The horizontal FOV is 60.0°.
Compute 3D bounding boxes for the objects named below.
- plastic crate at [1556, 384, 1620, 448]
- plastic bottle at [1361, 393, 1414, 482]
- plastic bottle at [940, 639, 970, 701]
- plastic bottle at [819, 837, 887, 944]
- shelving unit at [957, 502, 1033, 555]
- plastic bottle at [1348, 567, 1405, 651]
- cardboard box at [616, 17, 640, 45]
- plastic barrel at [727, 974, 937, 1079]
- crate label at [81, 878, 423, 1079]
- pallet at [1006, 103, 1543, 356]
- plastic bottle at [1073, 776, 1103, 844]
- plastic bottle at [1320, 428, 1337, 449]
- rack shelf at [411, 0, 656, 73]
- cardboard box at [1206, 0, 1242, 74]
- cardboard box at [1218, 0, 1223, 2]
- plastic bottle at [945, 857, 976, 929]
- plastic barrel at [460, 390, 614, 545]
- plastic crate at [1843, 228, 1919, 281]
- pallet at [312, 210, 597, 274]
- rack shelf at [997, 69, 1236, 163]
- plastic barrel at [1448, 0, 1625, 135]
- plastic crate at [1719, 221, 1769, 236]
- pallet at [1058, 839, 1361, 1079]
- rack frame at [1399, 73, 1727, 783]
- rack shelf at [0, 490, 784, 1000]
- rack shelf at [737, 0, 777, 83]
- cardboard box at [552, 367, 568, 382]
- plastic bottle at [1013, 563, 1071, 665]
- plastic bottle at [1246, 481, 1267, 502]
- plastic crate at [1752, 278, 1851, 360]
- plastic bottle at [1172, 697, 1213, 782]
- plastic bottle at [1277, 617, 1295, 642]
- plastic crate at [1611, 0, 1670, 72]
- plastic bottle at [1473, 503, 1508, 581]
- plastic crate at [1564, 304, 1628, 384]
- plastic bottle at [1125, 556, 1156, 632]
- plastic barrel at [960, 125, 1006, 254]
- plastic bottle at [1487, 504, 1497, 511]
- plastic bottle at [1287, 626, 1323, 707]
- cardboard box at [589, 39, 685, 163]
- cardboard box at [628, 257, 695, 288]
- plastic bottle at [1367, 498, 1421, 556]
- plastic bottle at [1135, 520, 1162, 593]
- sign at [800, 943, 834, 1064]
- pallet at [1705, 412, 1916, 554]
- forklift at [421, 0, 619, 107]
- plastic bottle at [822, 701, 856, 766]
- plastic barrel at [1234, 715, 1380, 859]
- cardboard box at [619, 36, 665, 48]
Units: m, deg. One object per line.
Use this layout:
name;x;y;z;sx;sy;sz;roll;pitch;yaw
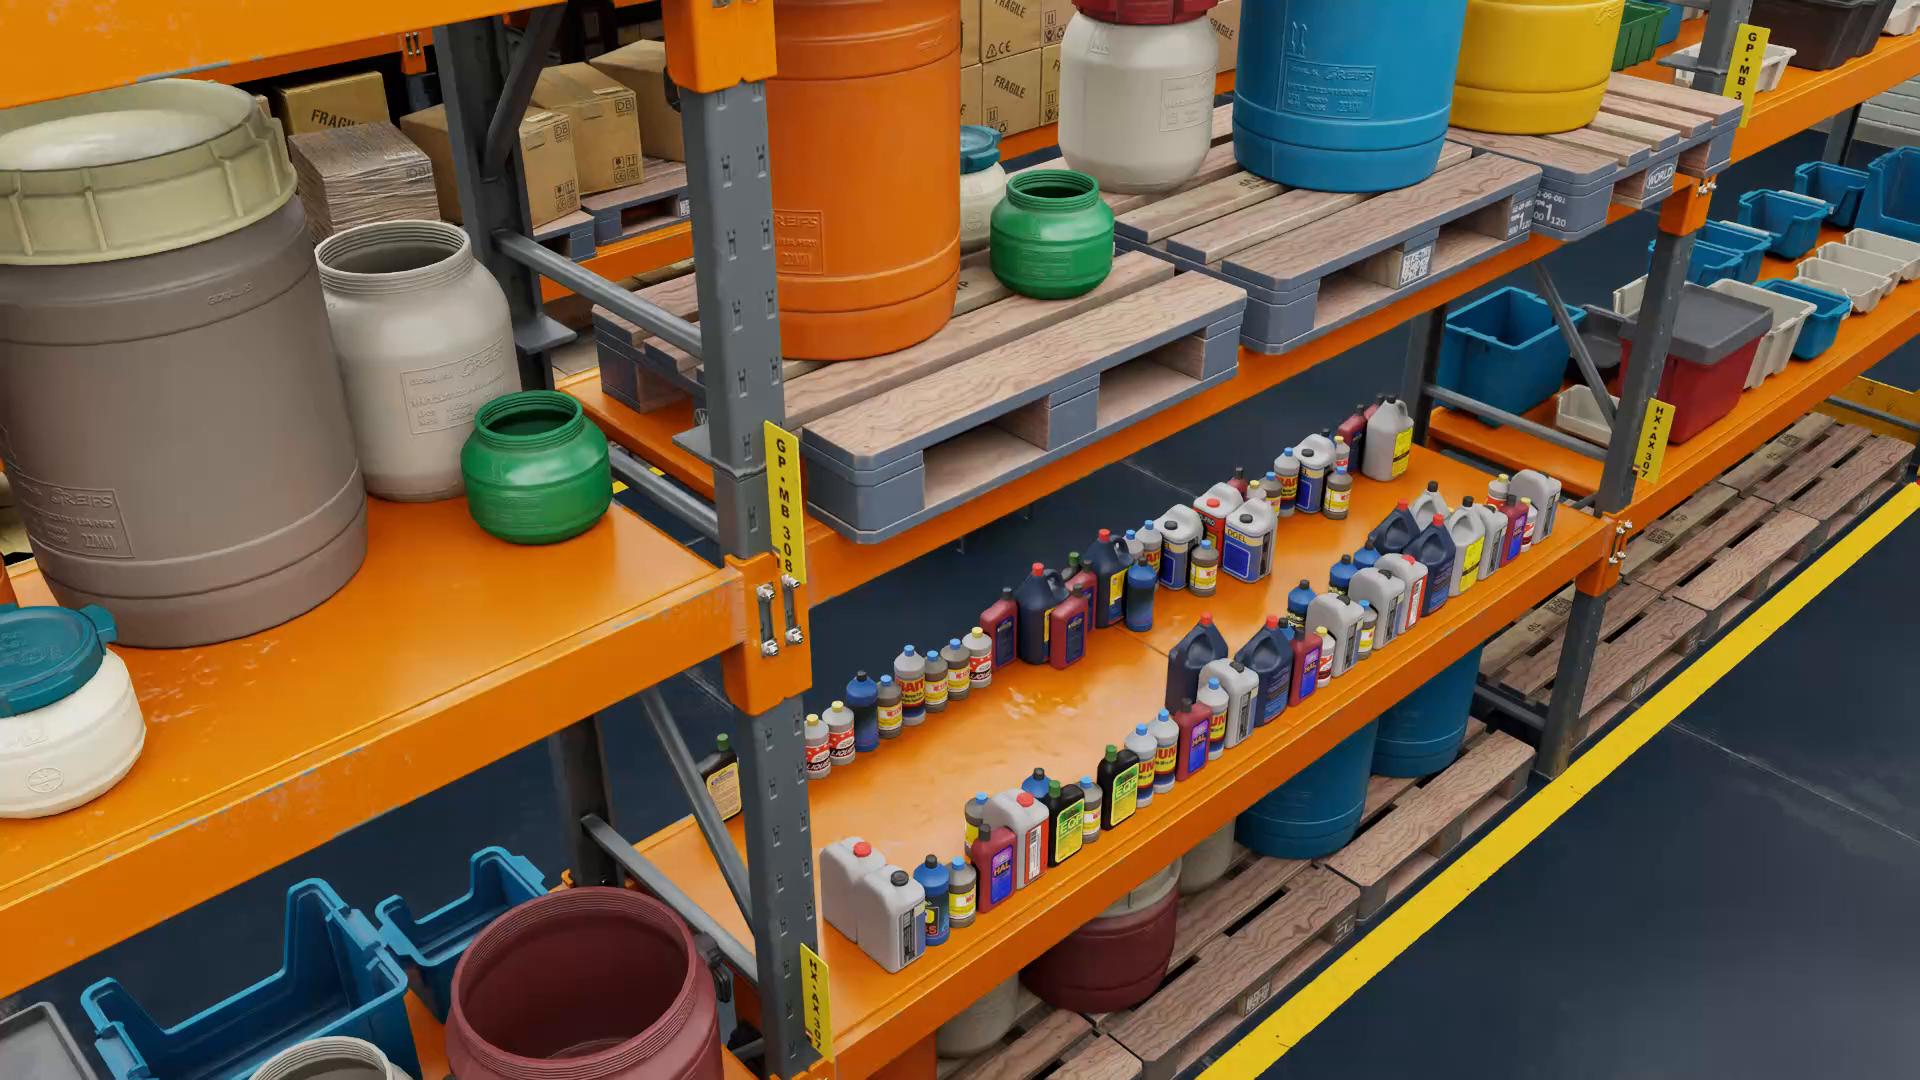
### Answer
plastic crate;2.655;-0.485;6.863;0.243;0.136;0.396;-26;40;-35
plastic bottle;1.708;-0.425;6.617;0.185;0.351;0.144;-26;40;-35
plastic bottle;-0.016;0.413;5.390;0.097;0.201;0.097;0;31;0
plastic bottle;-0.283;0.922;4.485;0.135;0.276;0.152;-26;40;-35
shelving unit;0.121;-0.571;8.533;0.503;1.200;0.258;-26;40;-35
plastic bottle;1.411;0.211;5.648;0.135;0.276;0.152;-26;40;-35
cardboard box;-3.004;-4.443;14.513;0.250;0.149;0.380;-25;40;-35
plastic barrel;-0.370;1.524;5.060;0.708;0.830;0.600;-26;40;-35
crate label;-1.629;1.191;3.892;0.616;0.435;0.502;-26;40;-35
pallet;0.878;-0.942;4.720;1.213;0.211;1.003;-26;40;-35
plastic bottle;0.361;0.770;4.805;0.097;0.201;0.097;0;31;0
plastic bottle;1.416;-0.310;6.505;0.097;0.271;0.097;0;31;0
rack shelf;-3.053;-4.654;14.175;4.000;0.370;1.077;-26;40;-35
cardboard box;1.641;-3.556;11.594;0.500;0.500;0.500;-24;39;-34
cardboard box;1.645;-3.982;11.333;0.500;0.500;0.500;-26;40;-36
plastic bottle;-0.005;0.947;4.516;0.097;0.201;0.097;0;31;0
plastic barrel;-0.863;-0.149;3.392;0.294;0.245;0.294;0;31;0
plastic crate;4.675;-1.435;8.416;0.243;0.136;0.396;-26;40;-35
pallet;-2.659;-1.548;8.591;1.213;0.211;1.003;-26;40;-35
rack shelf;0.318;-2.760;11.078;4.000;0.370;1.077;-26;40;-35
plastic barrel;1.685;-1.599;5.031;0.600;0.588;0.600;0;31;0
plastic crate;3.956;-1.509;8.537;0.298;0.136;0.250;-26;40;-35
pallet;0.727;1.421;6.224;1.213;0.211;1.003;-26;40;-35
rack frame;2.216;-0.461;6.629;0.127;3.000;1.000;-26;40;-35
rack shelf;-2.183;0.694;2.554;4.000;0.370;1.077;-26;40;-35
rack shelf;0.750;-1.834;4.196;4.000;0.370;1.077;-26;40;-35
cardboard box;-2.423;-0.663;8.933;0.500;0.500;0.500;-27;41;-37
plastic bottle;0.273;0.226;5.552;0.185;0.351;0.144;-26;40;-35
plastic bottle;1.103;-0.129;6.275;0.097;0.201;0.097;0;31;0
plastic crate;3.818;-1.008;7.626;0.300;0.233;0.416;-26;40;-35
plastic bottle;0.699;0.585;5.030;0.133;0.283;0.061;-26;40;-35
plastic bottle;1.035;0.371;5.391;0.097;0.271;0.097;0;31;0
plastic crate;2.322;-1.916;6.337;0.662;0.188;0.450;-26;40;-35
plastic bottle;1.879;-0.015;6.019;0.135;0.276;0.152;-26;40;-35
plastic crate;2.855;-0.869;7.502;0.590;0.125;0.437;-26;40;-35
plastic bottle;0.621;0.178;5.708;0.097;0.271;0.097;0;31;0
plastic barrel;-0.030;-0.879;4.166;0.301;0.262;0.301;0;31;0
plastic bottle;1.942;-0.037;6.126;0.097;0.201;0.097;0;31;0
plastic bottle;1.102;0.390;5.349;0.133;0.283;0.061;-26;40;-35
cardboard box;-1.648;-2.497;9.459;0.700;0.500;0.500;15;35;23
cardboard box;-1.669;-1.400;10.139;0.500;0.500;0.500;27;41;37
plastic bottle;1.531;0.021;5.887;0.185;0.351;0.144;-26;40;-35
plastic bottle;0.665;0.053;5.911;0.097;0.271;0.097;0;31;0
sign;-0.337;1.096;3.926;0.005;0.325;0.100;-26;40;-35
pallet;4.519;-0.413;9.223;1.213;0.211;1.003;-26;40;-35
forklift;-3.096;-3.166;11.118;3.031;2.935;1.130;-24;39;-34
plastic bottle;-0.372;0.585;5.108;0.097;0.201;0.097;0;31;0
plastic barrel;1.287;0.692;6.351;0.708;0.901;0.600;-26;40;-35
cardboard box;-2.767;-4.140;14.639;0.500;0.500;0.700;-27;41;-37
